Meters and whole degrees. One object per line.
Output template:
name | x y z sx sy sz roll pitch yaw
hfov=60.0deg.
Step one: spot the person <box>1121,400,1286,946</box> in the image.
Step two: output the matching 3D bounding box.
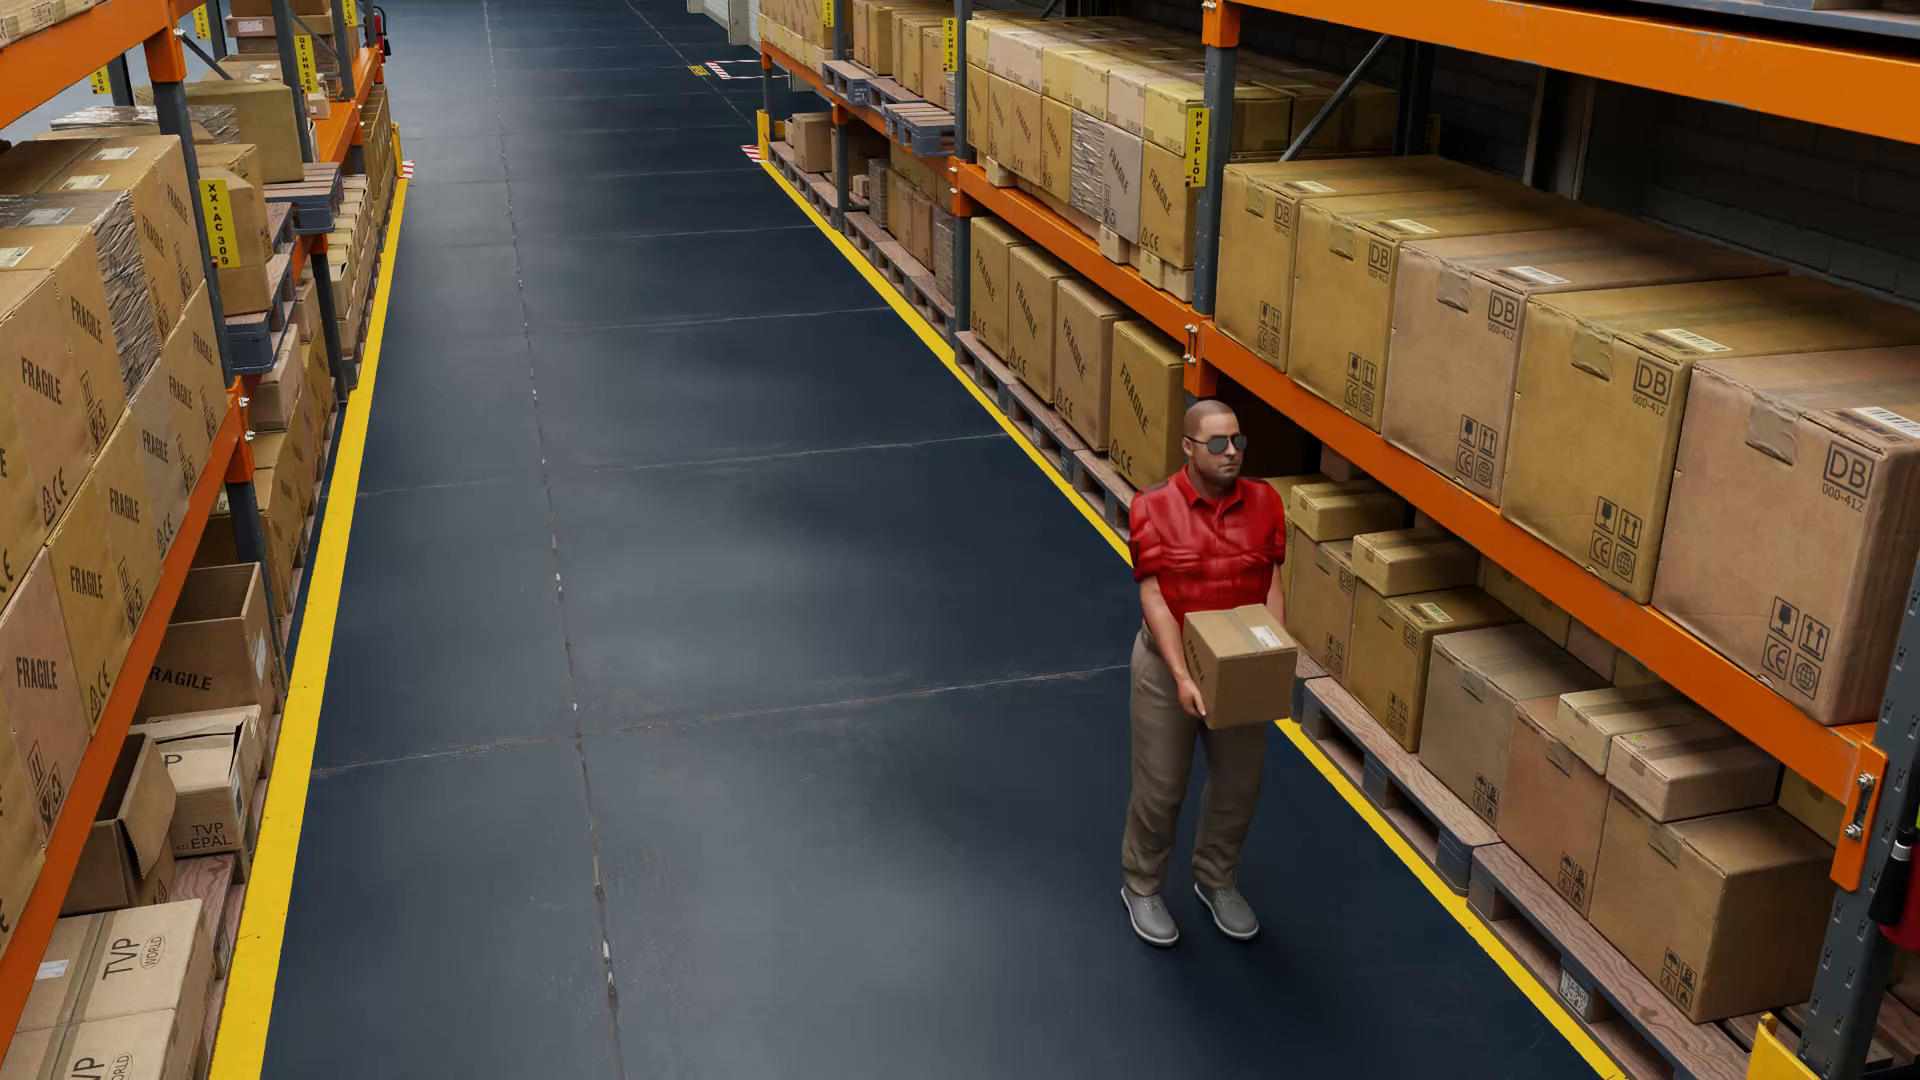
person | 0.777 0.445 5.071 0.494 1.712 0.530 -6 24 -14
